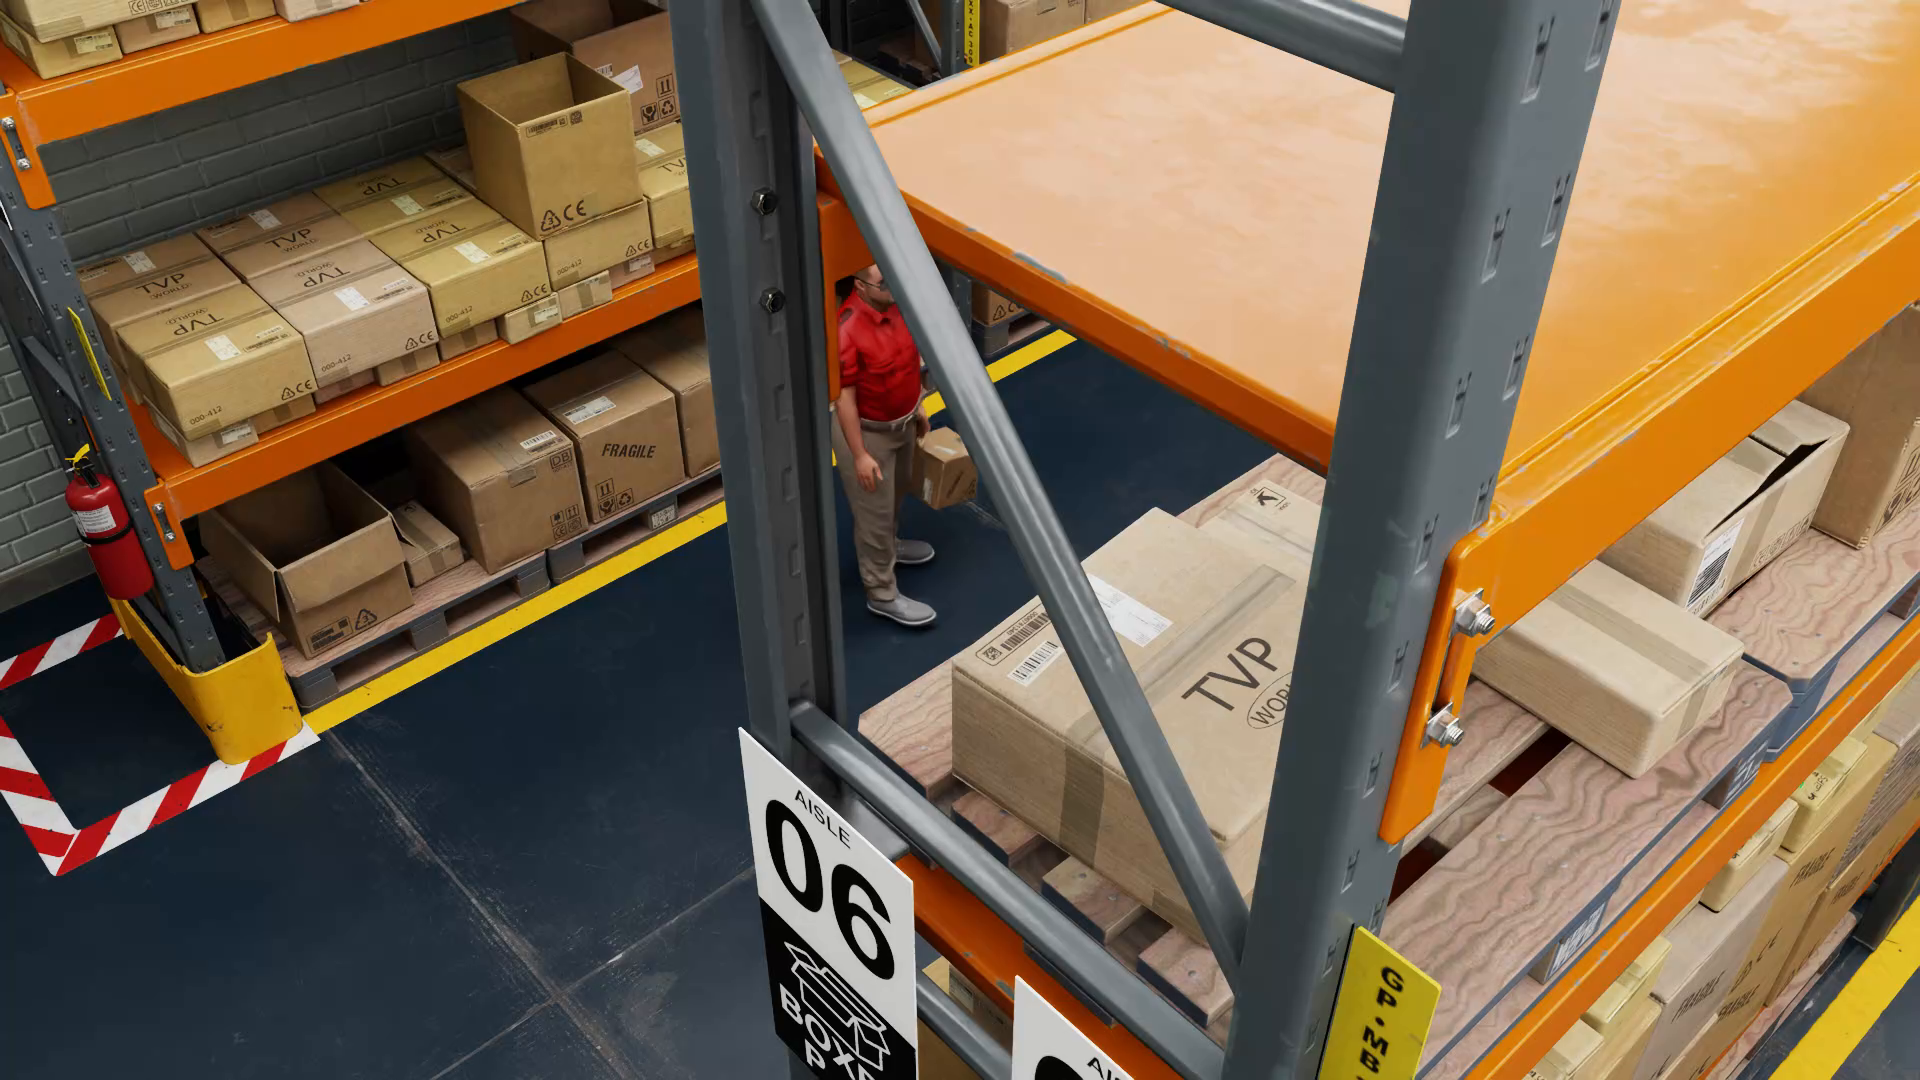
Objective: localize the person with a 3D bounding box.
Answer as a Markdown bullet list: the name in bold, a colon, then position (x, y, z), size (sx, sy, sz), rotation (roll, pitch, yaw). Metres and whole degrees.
- **person**: position (-0.269, -0.446, 7.000), size (0.539, 1.731, 0.595), rotation (21, 44, 23)
